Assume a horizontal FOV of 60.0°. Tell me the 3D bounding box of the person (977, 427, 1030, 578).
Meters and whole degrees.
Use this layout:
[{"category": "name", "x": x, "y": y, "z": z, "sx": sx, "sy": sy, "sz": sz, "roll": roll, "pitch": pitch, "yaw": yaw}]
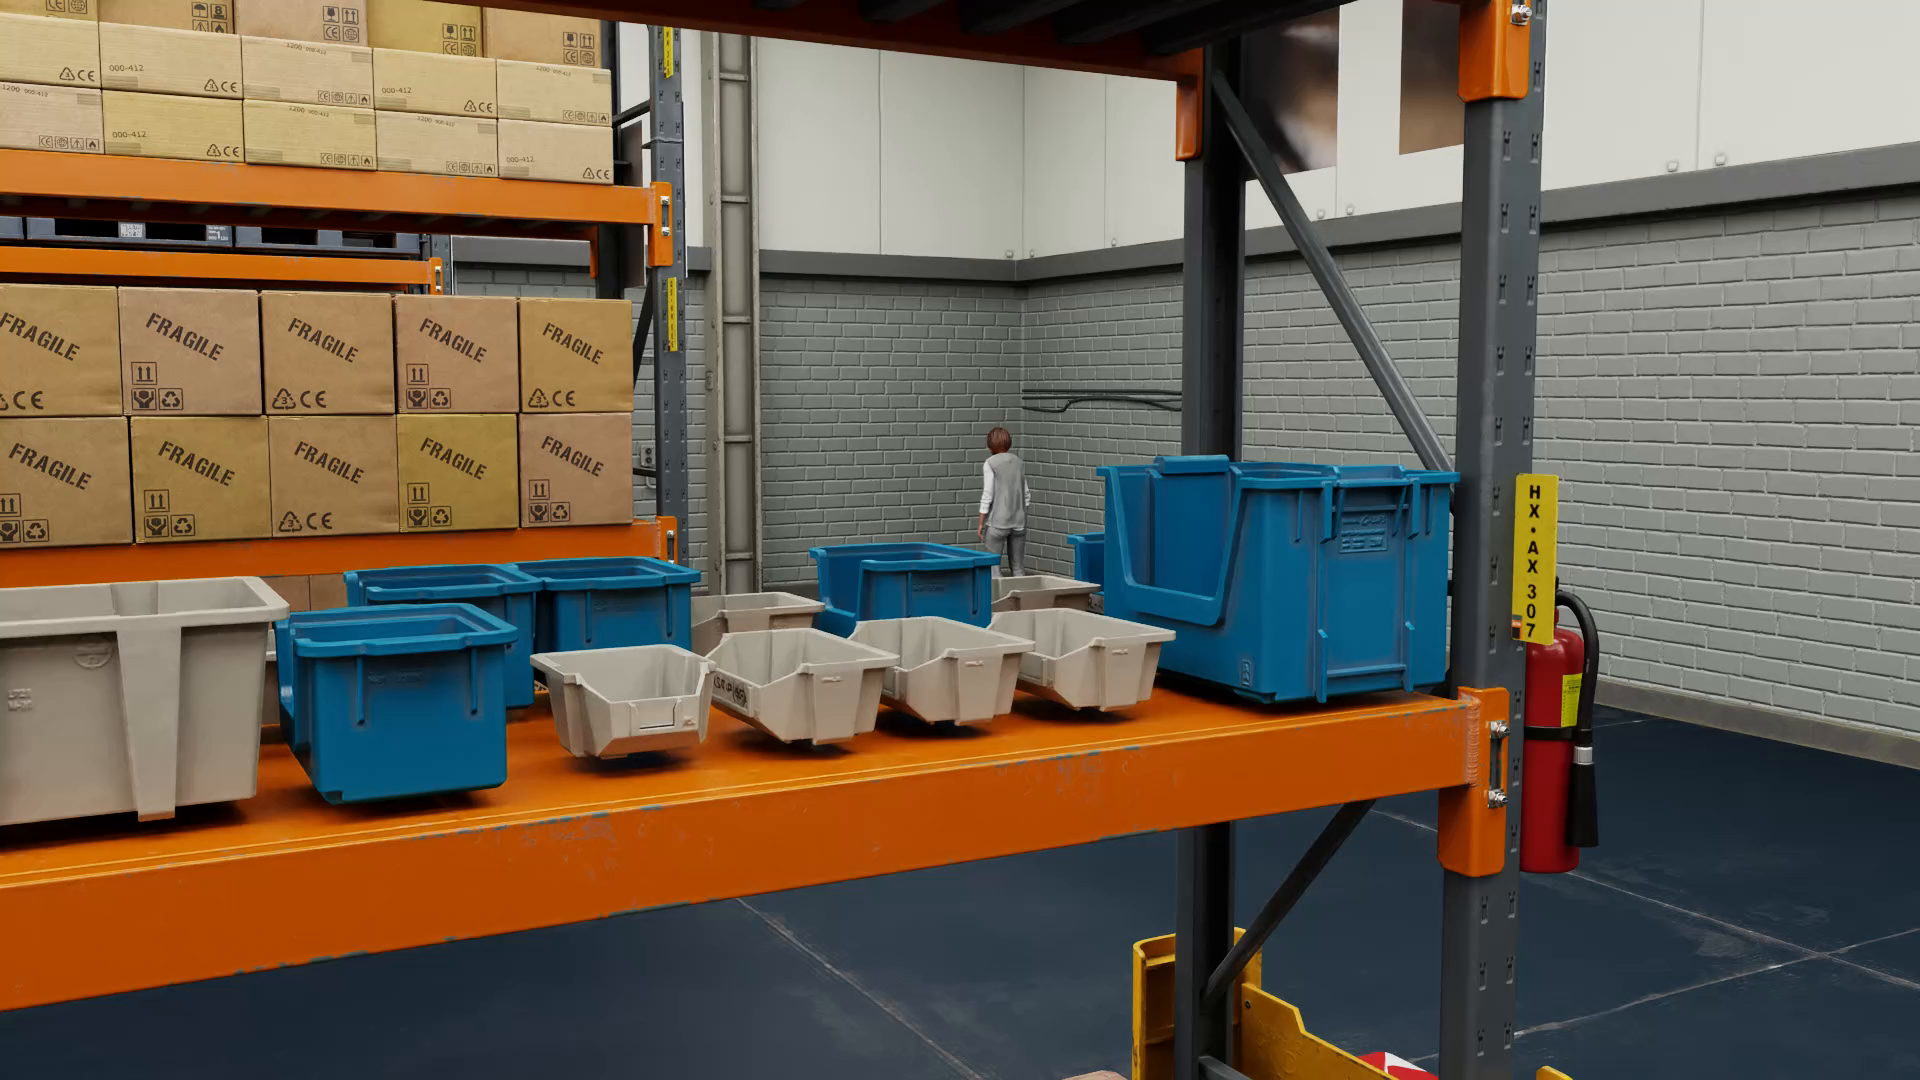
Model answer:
[{"category": "person", "x": 0.355, "y": -0.076, "z": 13.474, "sx": 0.484, "sy": 1.515, "sz": 0.370, "roll": -3, "pitch": 6, "yaw": -32}]
